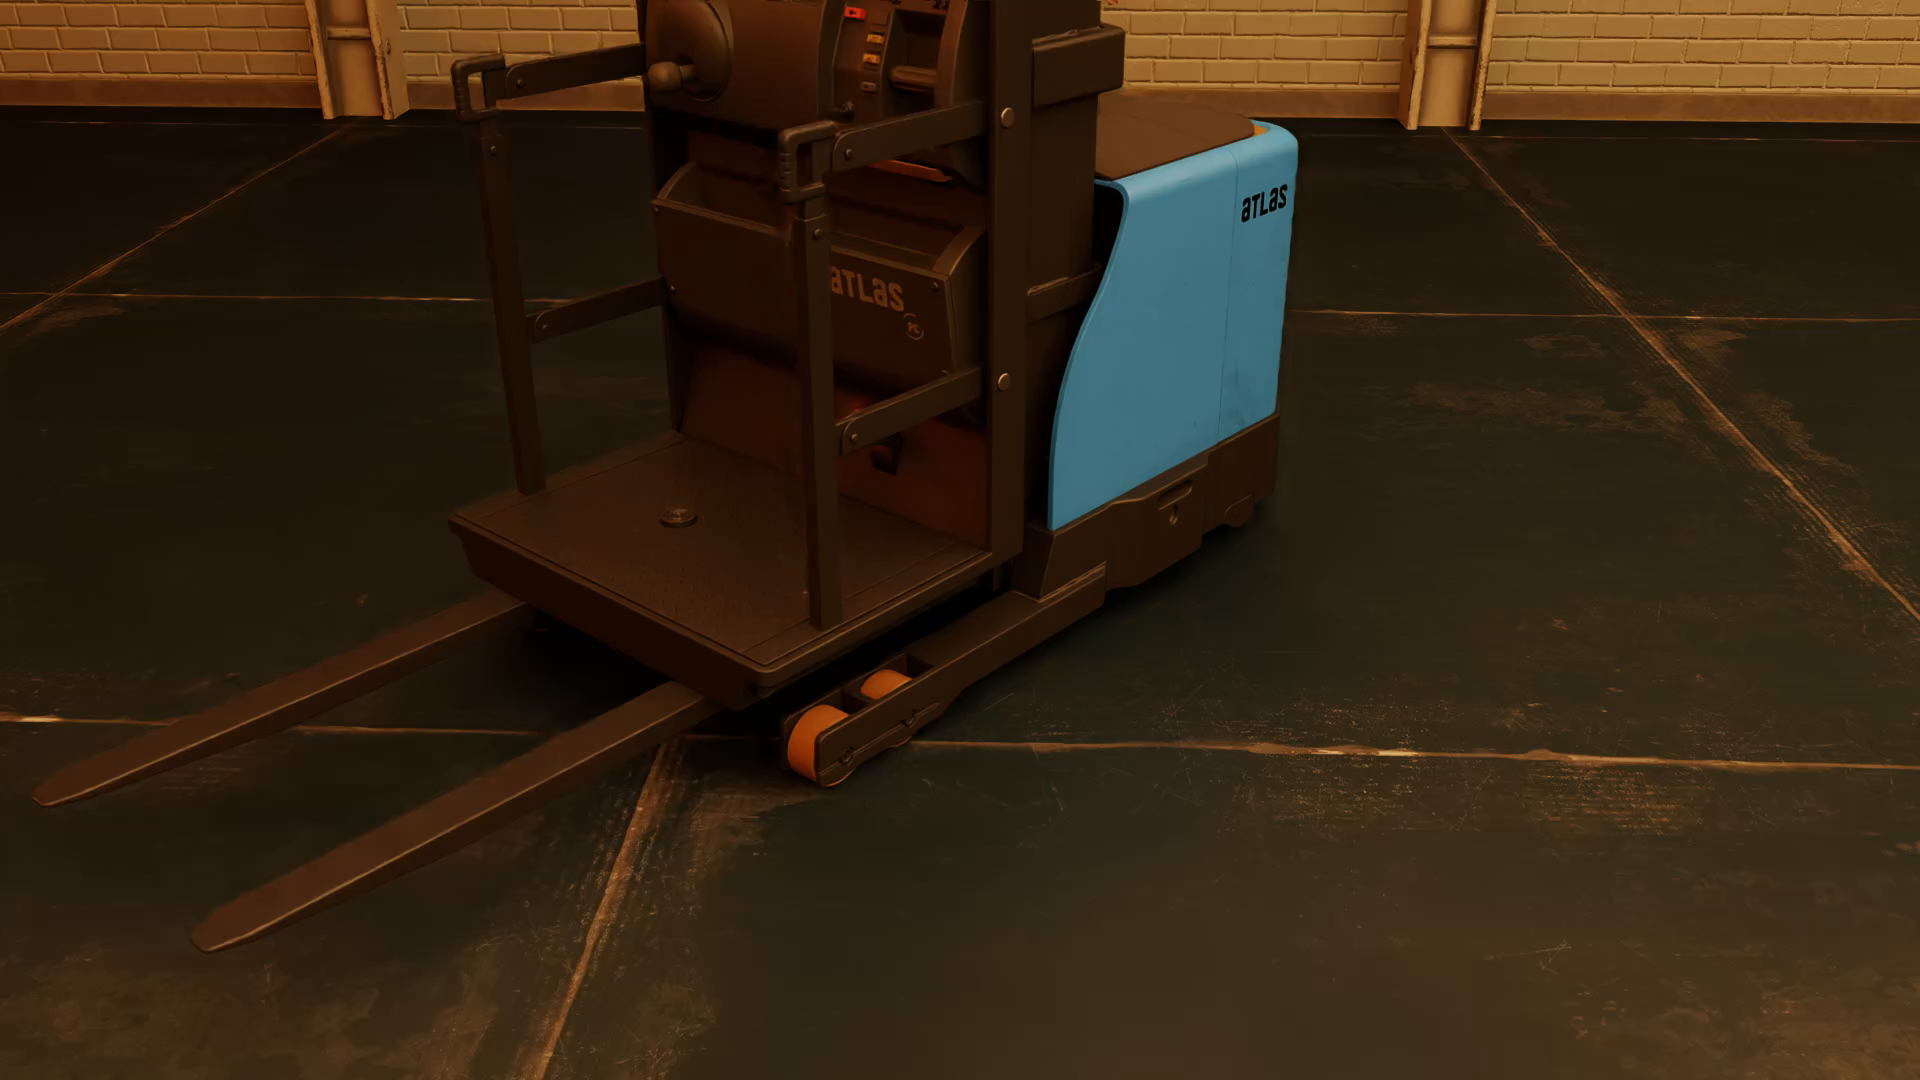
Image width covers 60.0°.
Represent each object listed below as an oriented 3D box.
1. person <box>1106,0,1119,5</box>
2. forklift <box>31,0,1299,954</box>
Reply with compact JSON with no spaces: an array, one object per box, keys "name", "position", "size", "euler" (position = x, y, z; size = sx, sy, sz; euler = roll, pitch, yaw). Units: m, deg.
[{"name":"person","position":[0.397,-2.058,6.876],"size":[0.782,1.605,0.835],"euler":[-11,28,-21]},{"name":"forklift","position":[-0.469,-1.052,3.342],"size":[1.130,2.935,3.031],"euler":[21,33,36]}]
